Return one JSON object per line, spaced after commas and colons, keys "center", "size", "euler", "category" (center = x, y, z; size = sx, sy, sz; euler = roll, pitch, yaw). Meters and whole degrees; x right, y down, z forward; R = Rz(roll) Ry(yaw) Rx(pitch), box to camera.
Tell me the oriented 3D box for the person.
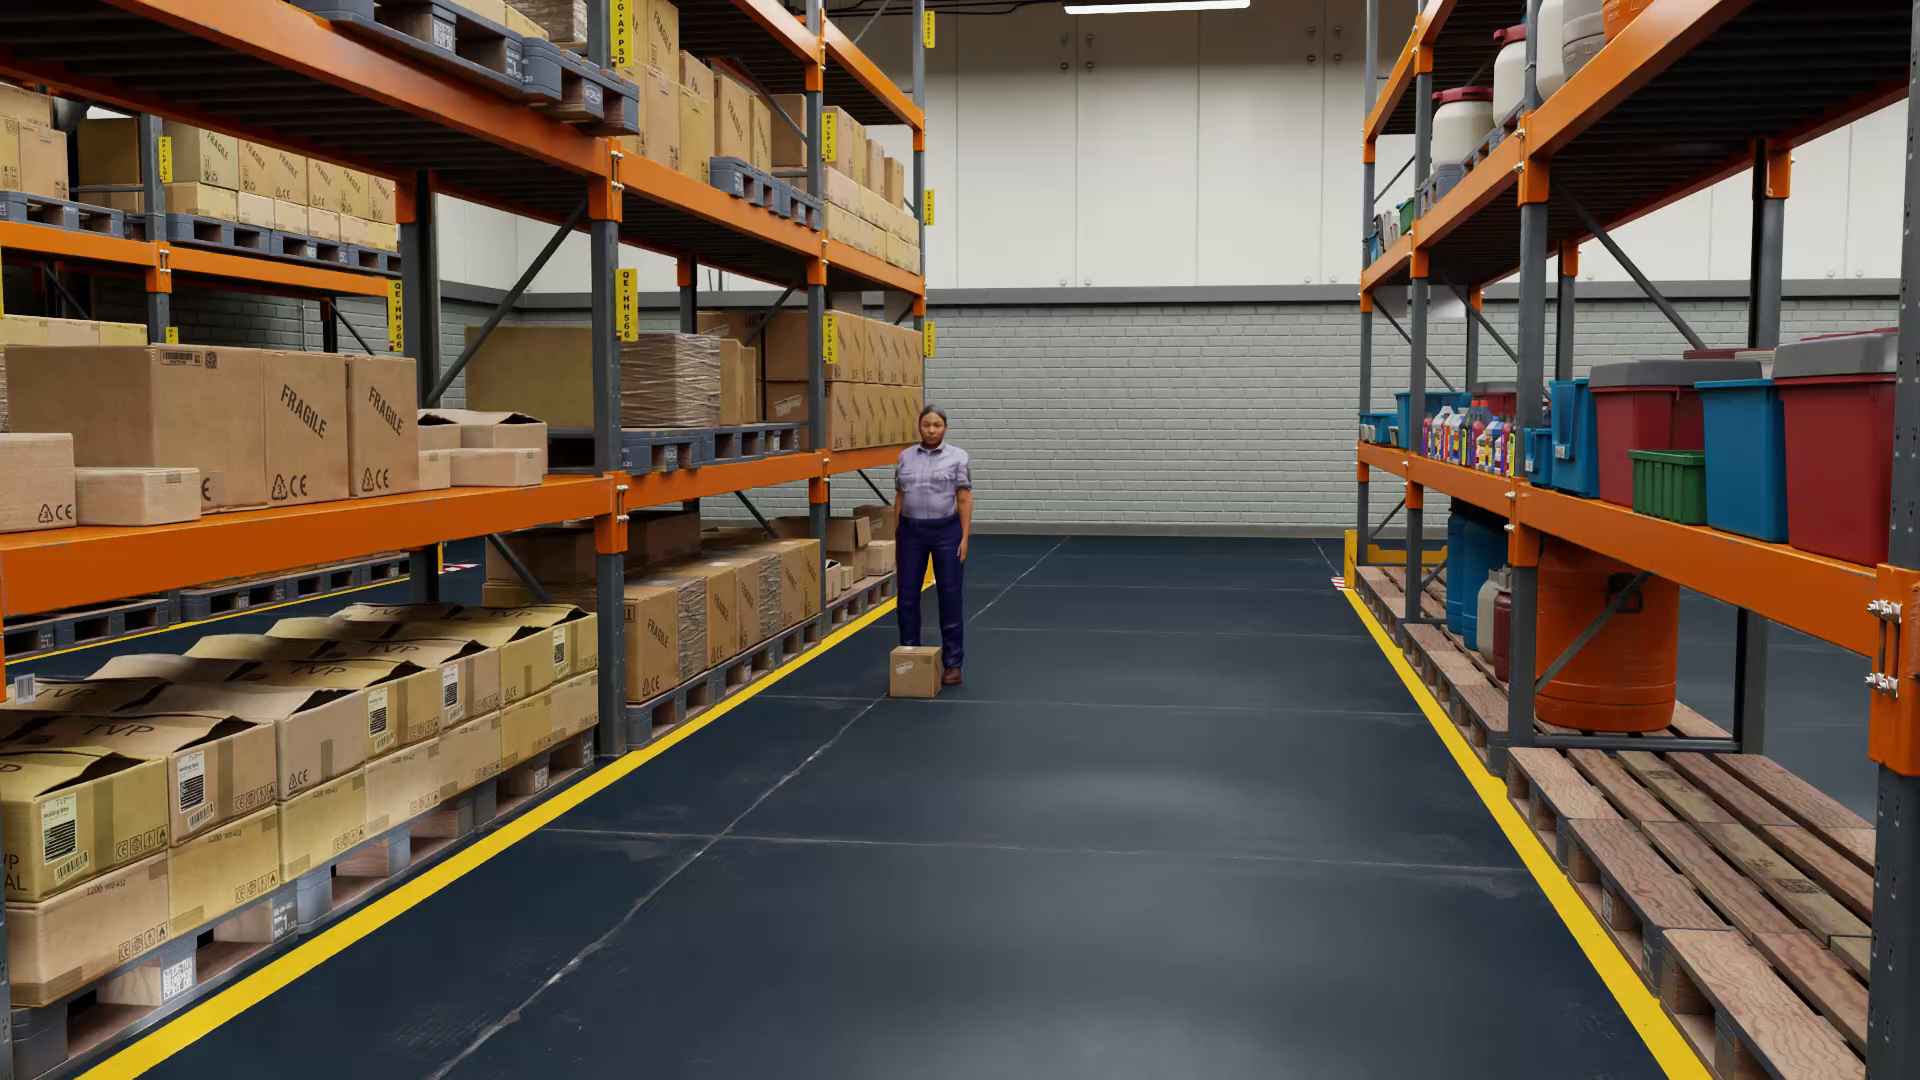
{"center": [-0.162, 0.018, 9.818], "size": [0.469, 1.646, 0.342], "euler": [1, 5, 10], "category": "person"}
